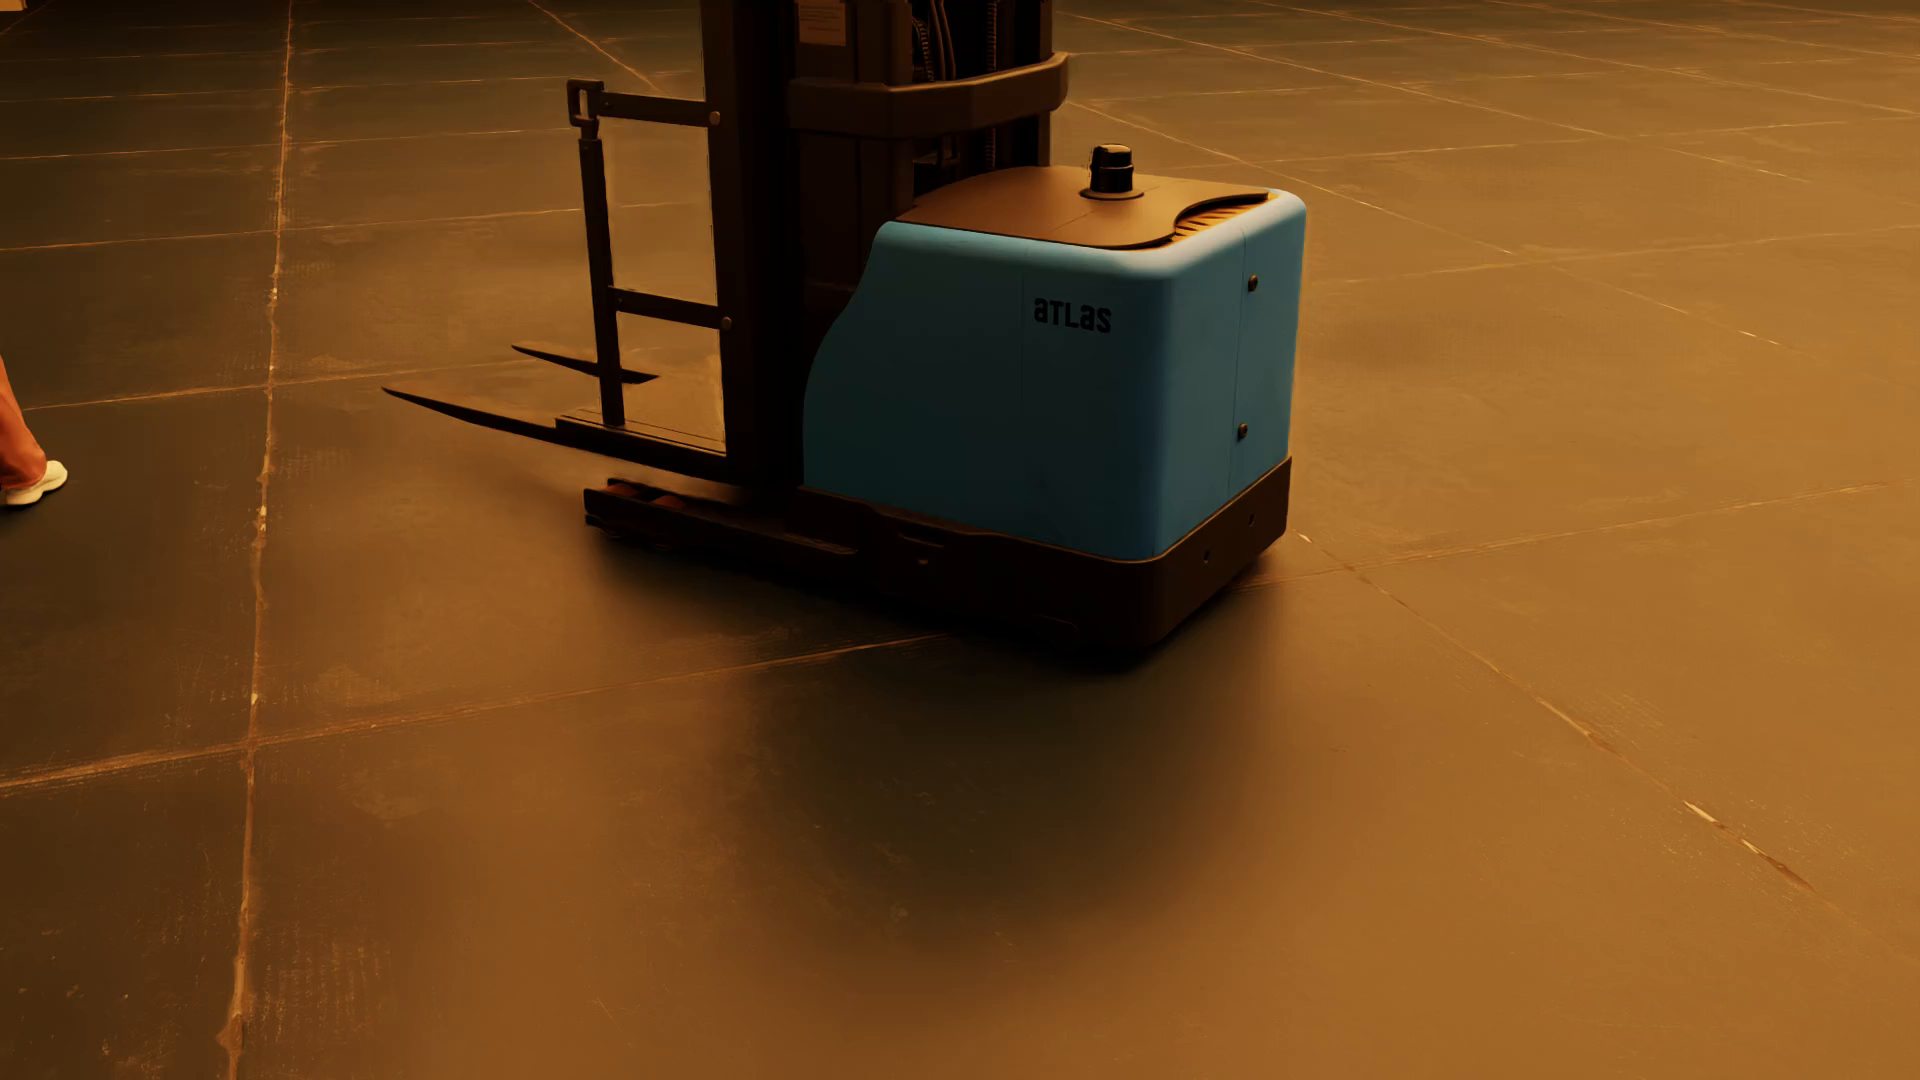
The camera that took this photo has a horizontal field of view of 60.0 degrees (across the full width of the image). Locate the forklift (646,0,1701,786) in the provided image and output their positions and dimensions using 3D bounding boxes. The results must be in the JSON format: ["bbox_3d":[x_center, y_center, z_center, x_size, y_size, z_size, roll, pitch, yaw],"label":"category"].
[{"bbox_3d":[0.409,-1.176,4.096,1.130,2.935,3.031,-19,30,-38],"label":"forklift"}]
